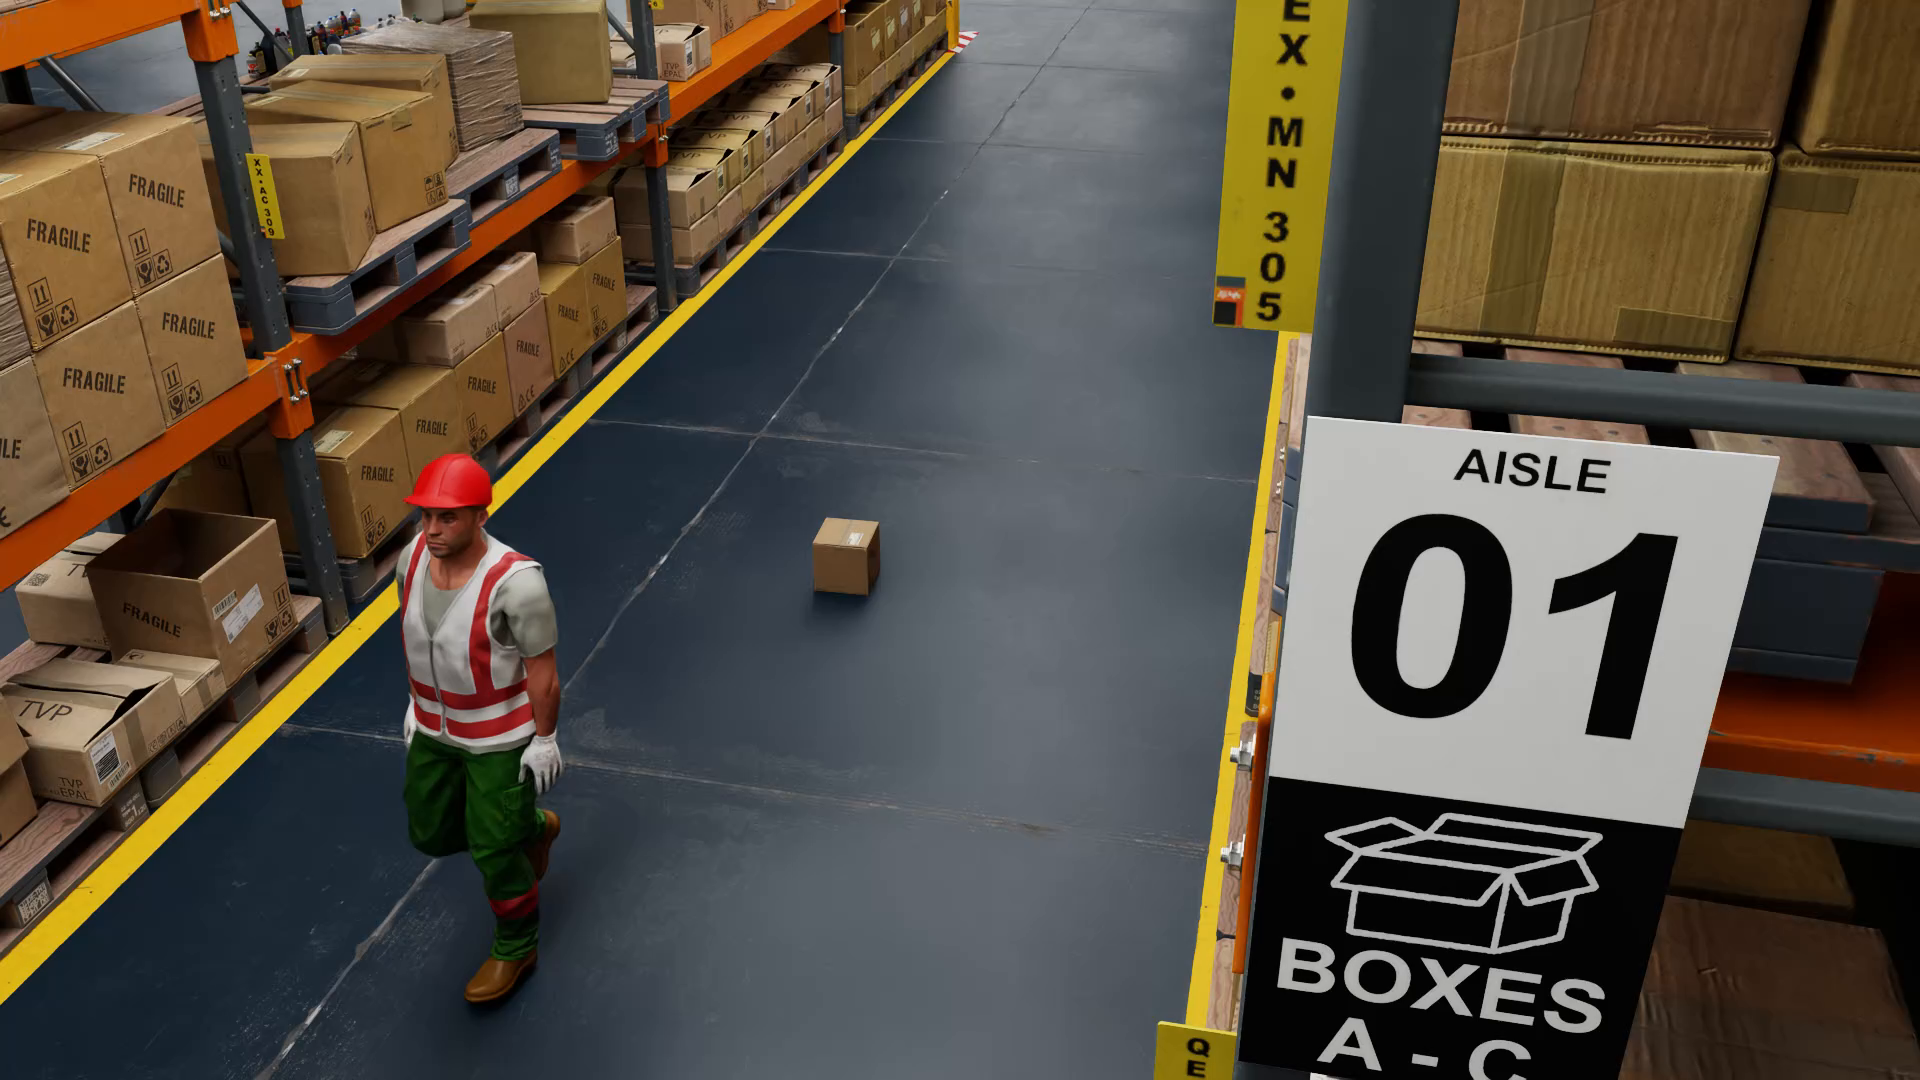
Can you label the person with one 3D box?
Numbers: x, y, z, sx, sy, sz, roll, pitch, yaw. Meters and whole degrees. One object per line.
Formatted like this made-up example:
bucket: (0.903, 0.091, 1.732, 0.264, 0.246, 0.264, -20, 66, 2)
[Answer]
person: (-1.439, 0.544, 5.042, 0.560, 1.777, 0.626, 13, 31, 23)
